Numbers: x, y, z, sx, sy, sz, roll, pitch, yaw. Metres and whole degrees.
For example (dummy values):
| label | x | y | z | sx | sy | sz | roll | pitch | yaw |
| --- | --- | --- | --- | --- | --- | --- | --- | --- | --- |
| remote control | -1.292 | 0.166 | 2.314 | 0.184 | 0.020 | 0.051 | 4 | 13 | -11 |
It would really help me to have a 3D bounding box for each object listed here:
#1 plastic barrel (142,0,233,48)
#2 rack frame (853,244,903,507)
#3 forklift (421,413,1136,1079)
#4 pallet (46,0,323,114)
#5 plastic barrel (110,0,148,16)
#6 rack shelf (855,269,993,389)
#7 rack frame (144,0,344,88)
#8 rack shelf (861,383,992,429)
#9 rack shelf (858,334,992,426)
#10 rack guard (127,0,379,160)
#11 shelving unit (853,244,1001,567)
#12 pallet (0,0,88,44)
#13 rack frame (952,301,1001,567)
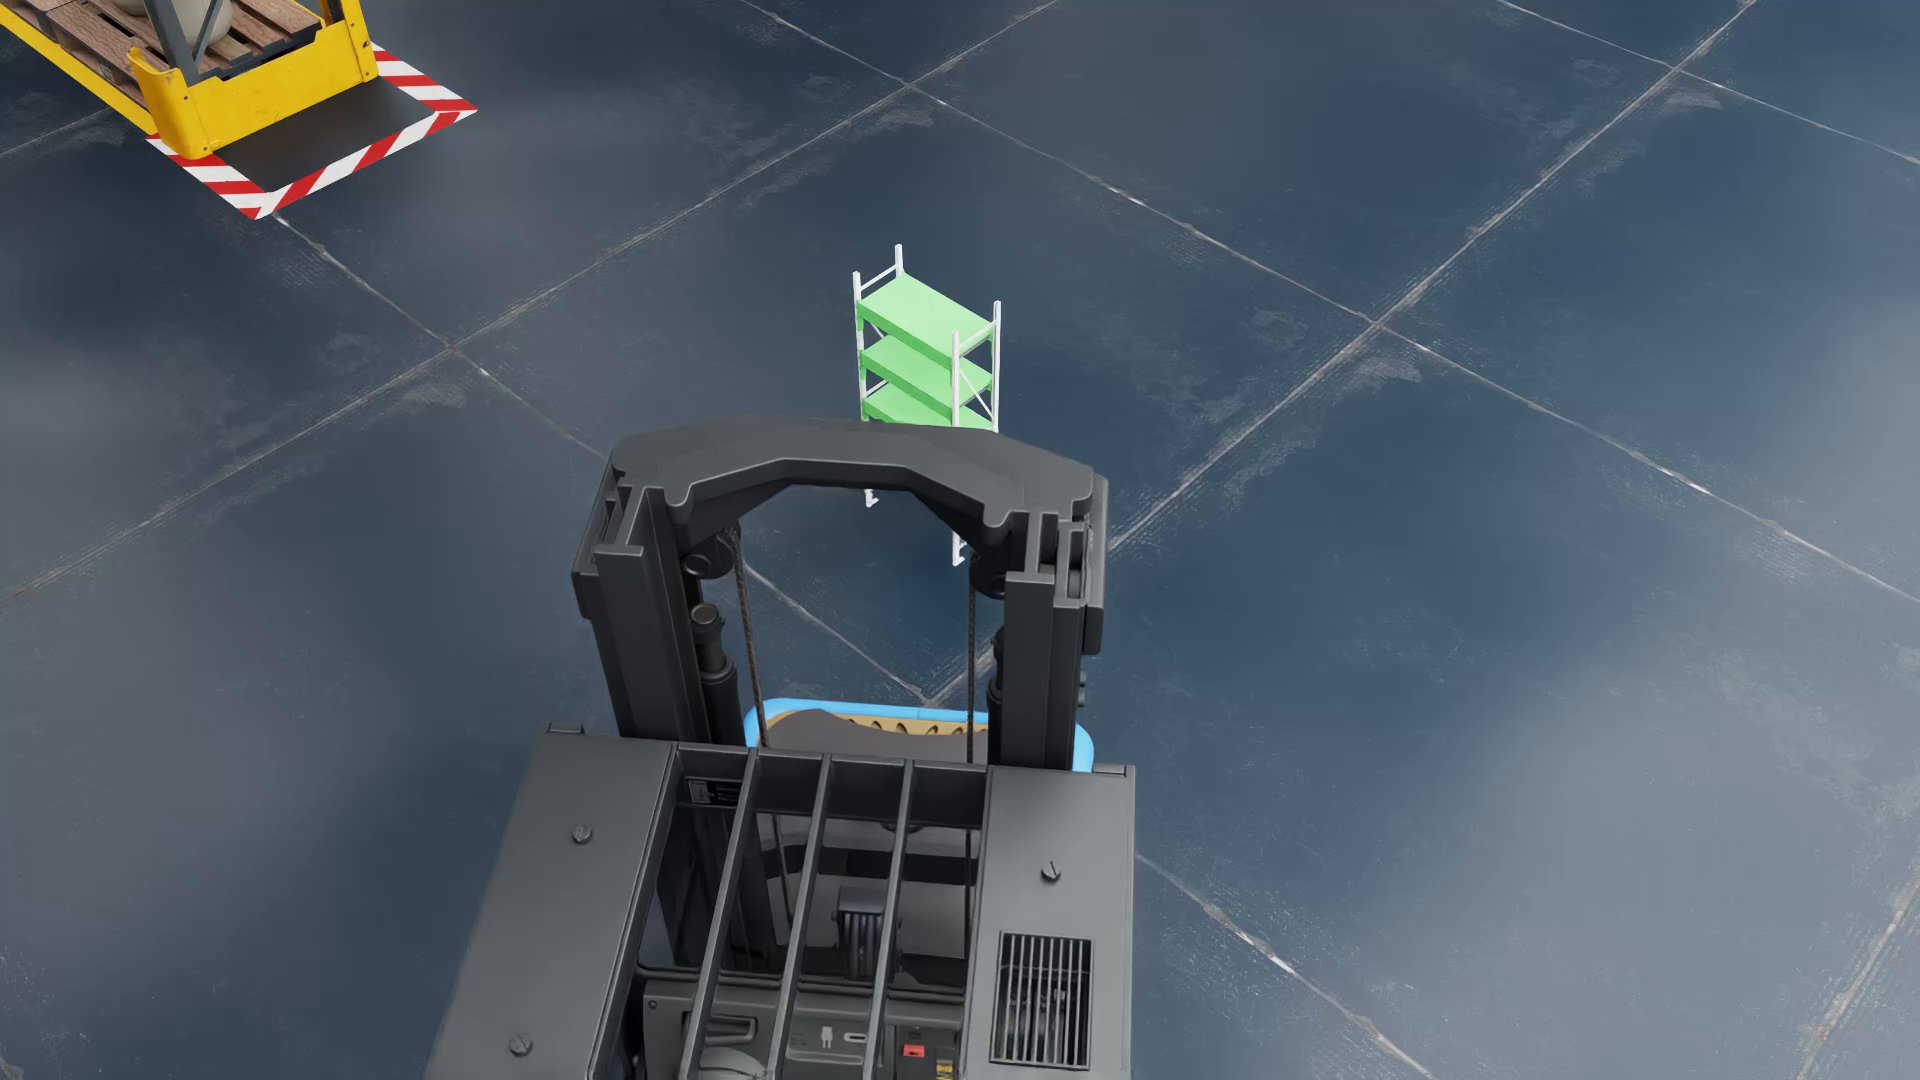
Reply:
| label | x | y | z | sx | sy | sz | roll | pitch | yaw |
| --- | --- | --- | --- | --- | --- | --- | --- | --- | --- |
| plastic barrel | -4.145 | -2.932 | 8.864 | 0.421 | 0.512 | 0.421 | 0 | 47 | 0 |
| rack frame | -0.301 | -0.613 | 6.503 | 0.015 | 1.200 | 0.240 | 34 | 55 | 28 |
| forklift | -0.253 | 1.290 | 3.528 | 1.130 | 2.935 | 3.031 | 4 | 47 | 4 |
| pallet | -4.291 | -2.818 | 9.251 | 1.213 | 0.211 | 1.003 | 34 | 55 | 28 |
| plastic barrel | -4.513 | -3.180 | 9.097 | 0.421 | 0.512 | 0.421 | 0 | 47 | 0 |
| rack shelf | -0.122 | -0.777 | 6.086 | 0.480 | 0.148 | 0.258 | 34 | 55 | 28 |
| rack frame | -3.610 | -3.355 | 7.843 | 0.127 | 3.000 | 1.000 | 34 | 55 | 28 |
| rack shelf | -0.122 | -0.449 | 6.436 | 0.480 | 0.148 | 0.258 | 34 | 55 | 28 |
| rack shelf | -0.122 | -0.613 | 6.261 | 0.480 | 0.148 | 0.258 | 34 | 55 | 28 |
| rack guard | -3.697 | -2.512 | 8.766 | 0.348 | 0.500 | 1.175 | 34 | 55 | 28 |
| shelving unit | -0.122 | -0.493 | 6.389 | 0.503 | 1.200 | 0.258 | 34 | 55 | 28 |
| pallet | -5.183 | -3.421 | 9.817 | 1.213 | 0.211 | 1.003 | 34 | 55 | 28 |
| rack frame | 0.058 | -0.372 | 6.276 | 0.015 | 1.200 | 0.240 | 34 | 55 | 28 |
